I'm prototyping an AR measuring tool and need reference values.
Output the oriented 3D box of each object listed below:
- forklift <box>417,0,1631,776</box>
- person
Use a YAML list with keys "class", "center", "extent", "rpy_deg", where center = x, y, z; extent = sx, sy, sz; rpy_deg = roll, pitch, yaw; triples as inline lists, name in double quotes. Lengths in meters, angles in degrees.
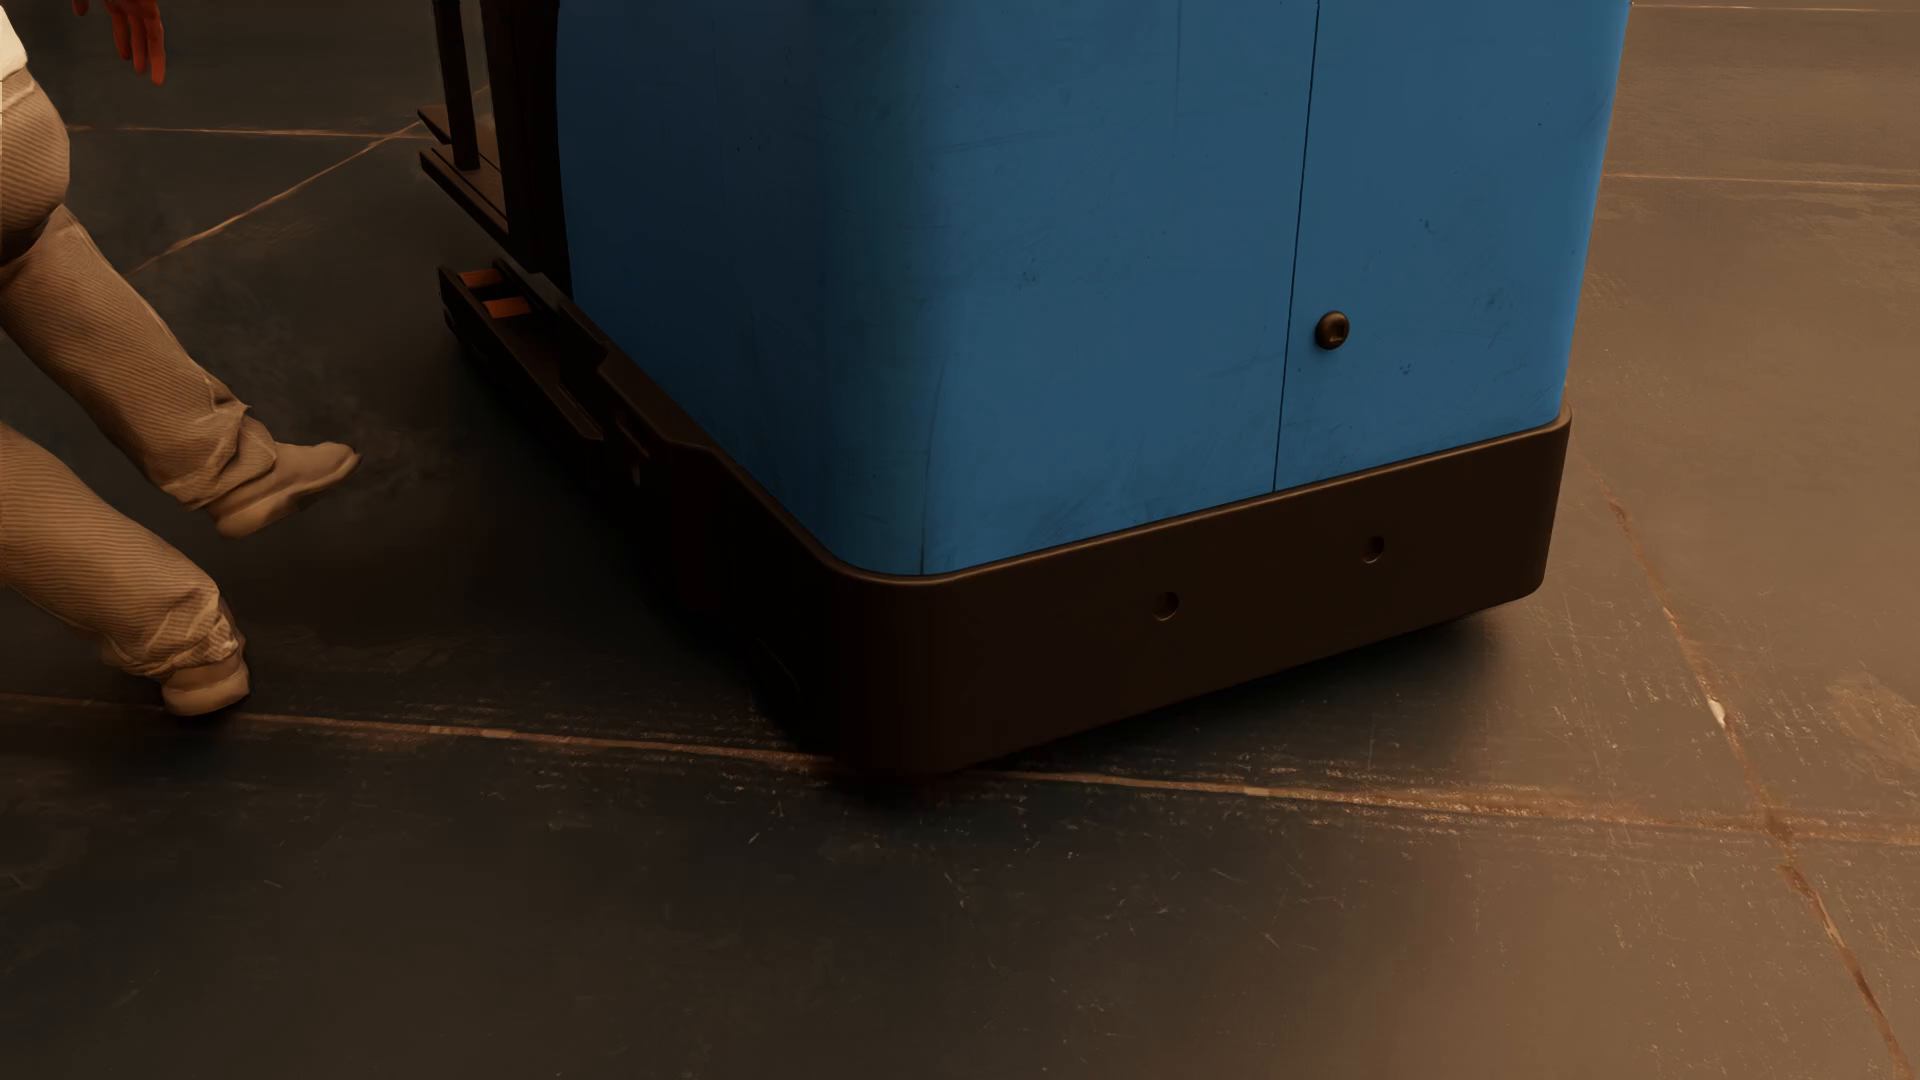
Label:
- class: "forklift"
  center: [-0.348, -1.678, 2.579]
  extent: [1.130, 2.935, 3.031]
  rpy_deg: [-13, 29, -25]
- class: "person"
  center: [-1.238, -0.500, 1.784]
  extent: [0.903, 1.536, 1.053]
  rpy_deg: [18, 32, 32]
